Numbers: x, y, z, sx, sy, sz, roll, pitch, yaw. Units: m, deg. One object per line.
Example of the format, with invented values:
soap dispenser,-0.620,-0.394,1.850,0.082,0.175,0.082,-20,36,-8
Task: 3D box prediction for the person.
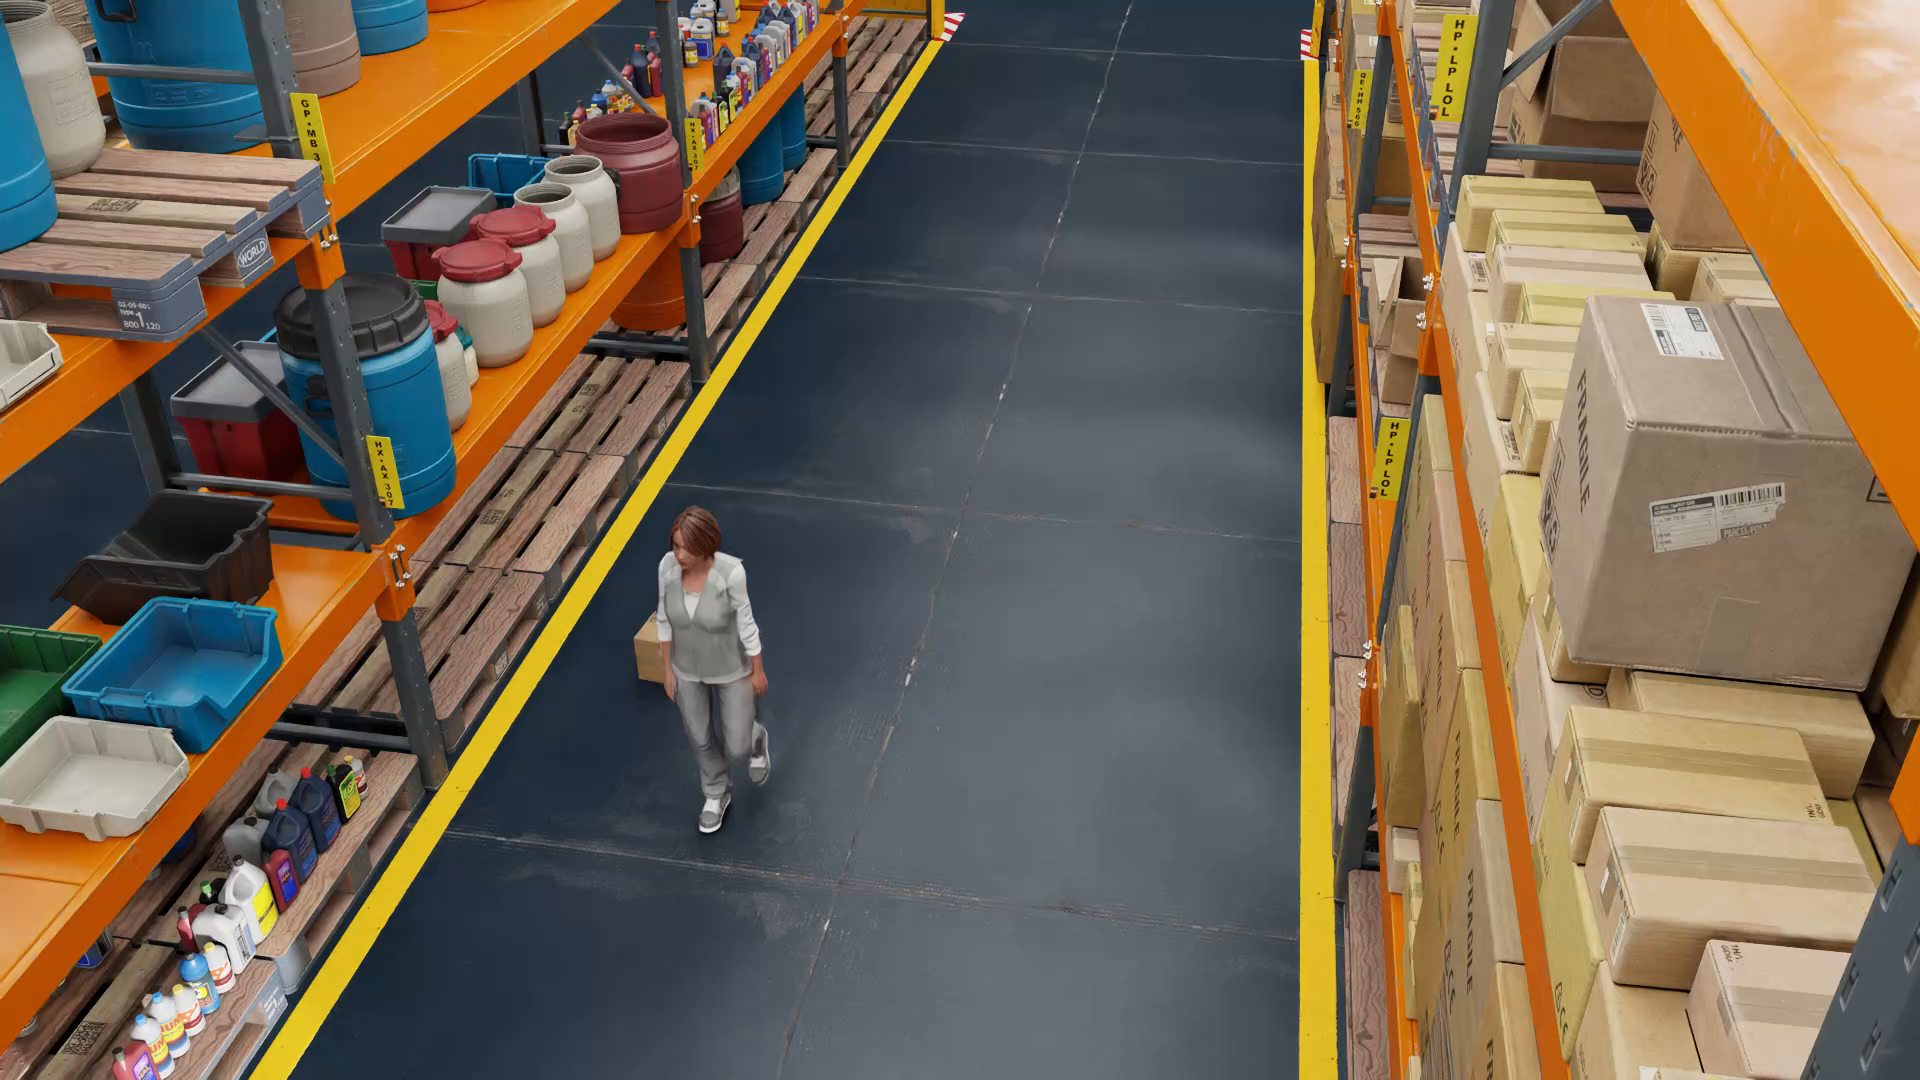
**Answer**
person,-1.009,0.509,6.923,0.445,1.591,0.467,7,33,11
